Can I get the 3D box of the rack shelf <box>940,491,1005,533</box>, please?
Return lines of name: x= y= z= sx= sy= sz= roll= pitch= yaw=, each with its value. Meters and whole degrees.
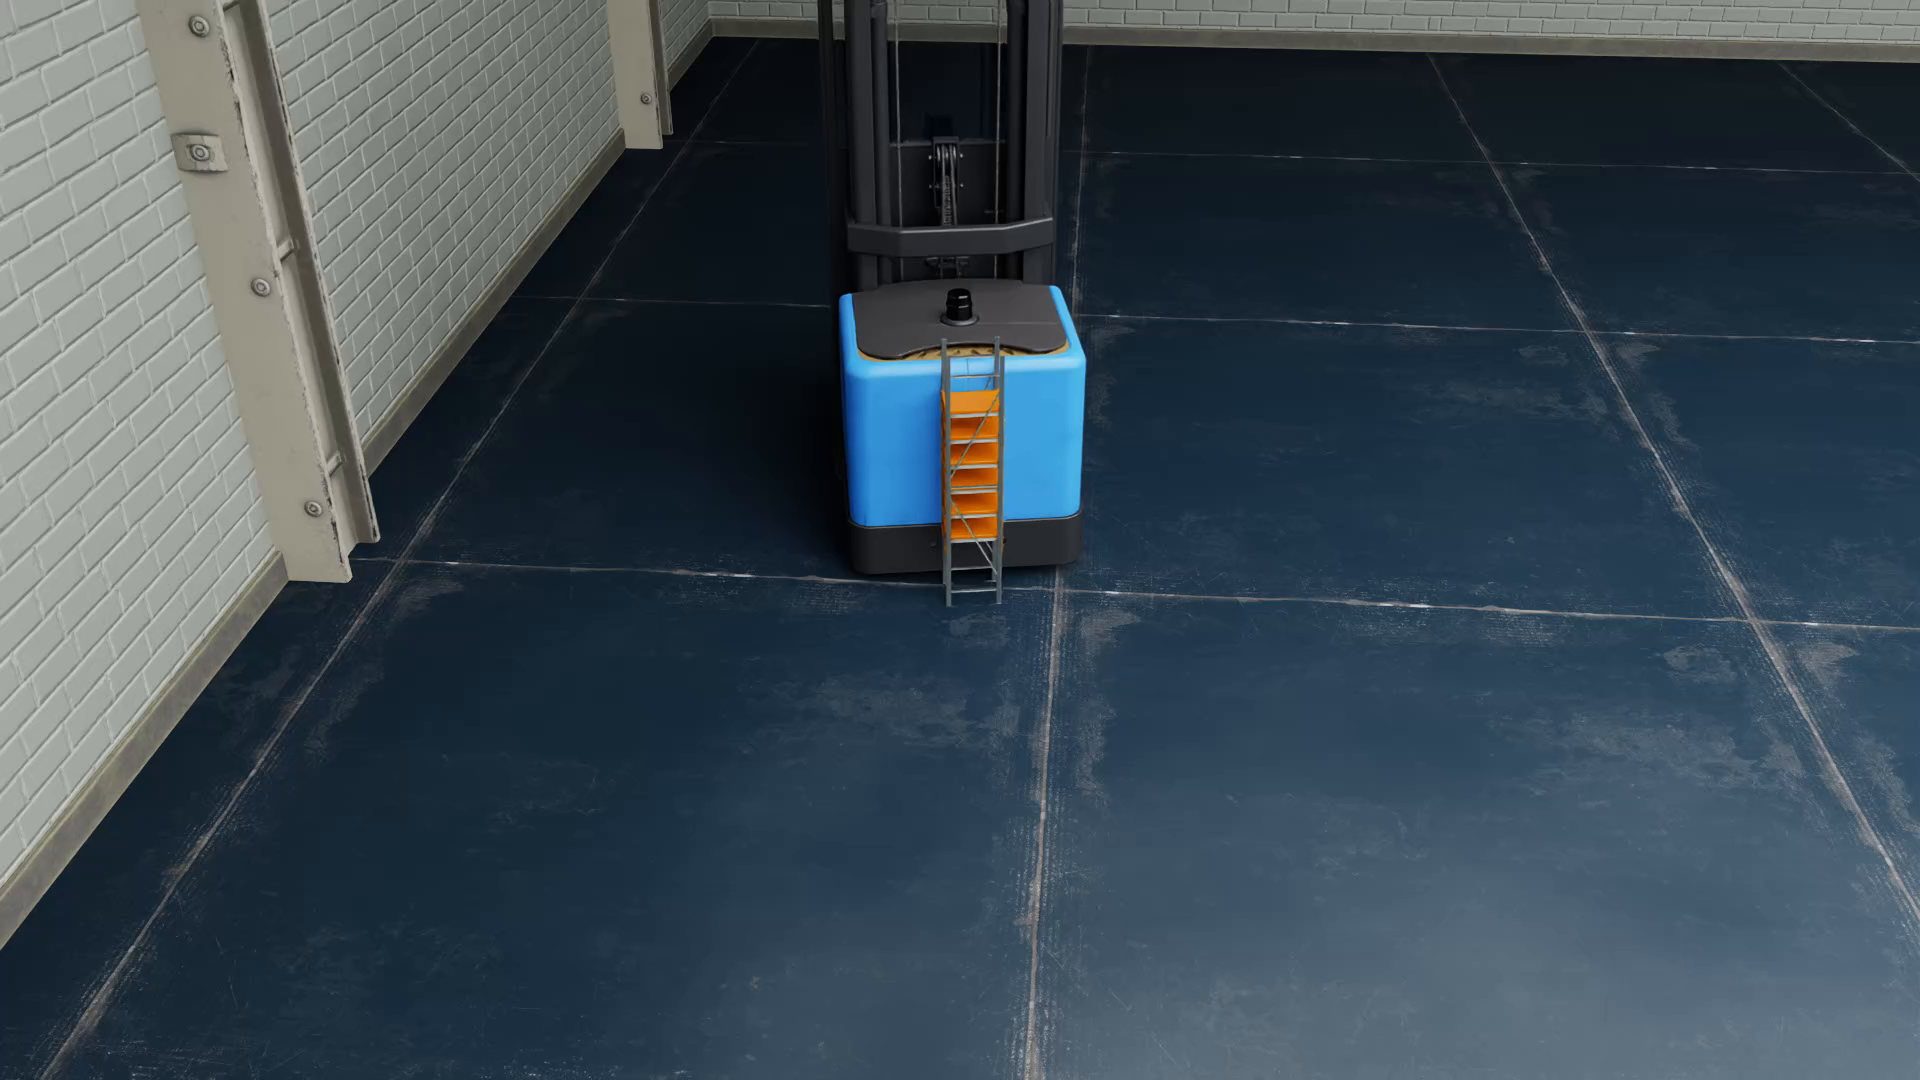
rack shelf: x=0.052 y=-0.128 z=7.128 sx=0.258 sy=0.103 sz=0.180 roll=-3 pitch=32 yaw=-5

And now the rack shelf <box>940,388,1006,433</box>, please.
rack shelf: x=0.052 y=-0.537 z=6.876 sx=0.258 sy=0.103 sz=0.180 roll=-3 pitch=32 yaw=-5

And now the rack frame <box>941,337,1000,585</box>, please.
rack frame: x=0.043 y=-0.316 z=7.119 sx=0.240 sy=1.200 sz=0.006 roll=-3 pitch=32 yaw=-5

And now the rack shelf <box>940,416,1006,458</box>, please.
rack shelf: x=0.052 y=-0.435 z=6.939 sx=0.258 sy=0.103 sz=0.180 roll=-3 pitch=32 yaw=-5

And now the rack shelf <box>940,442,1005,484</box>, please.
rack shelf: x=0.052 y=-0.333 z=7.002 sx=0.258 sy=0.103 sz=0.180 roll=-3 pitch=32 yaw=-5

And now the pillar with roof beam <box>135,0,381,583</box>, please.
pillar with roof beam: x=1.414 y=-3.566 z=4.959 sx=9.100 sy=9.000 sz=0.400 roll=2 pitch=32 yaw=4

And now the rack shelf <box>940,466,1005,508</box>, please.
rack shelf: x=0.052 y=-0.230 z=7.065 sx=0.258 sy=0.103 sz=0.180 roll=-3 pitch=32 yaw=-5

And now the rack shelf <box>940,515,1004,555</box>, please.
rack shelf: x=0.052 y=-0.026 z=7.191 sx=0.258 sy=0.103 sz=0.180 roll=-3 pitch=32 yaw=-5

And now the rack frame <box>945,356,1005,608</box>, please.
rack frame: x=0.061 y=-0.220 z=6.964 sx=0.240 sy=1.200 sz=0.006 roll=-3 pitch=32 yaw=-5

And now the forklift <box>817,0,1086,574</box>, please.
forklift: x=-0.111 y=-1.847 z=7.953 sx=1.130 sy=2.935 sz=3.031 roll=-3 pitch=32 yaw=-5

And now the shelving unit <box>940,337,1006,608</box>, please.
shelving unit: x=0.052 y=-0.268 z=7.042 sx=0.258 sy=1.200 sz=0.189 roll=-3 pitch=32 yaw=-5

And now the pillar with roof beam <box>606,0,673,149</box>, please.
pillar with roof beam: x=1.903 y=-6.703 z=10.050 sx=9.100 sy=9.000 sz=0.400 roll=2 pitch=32 yaw=4
